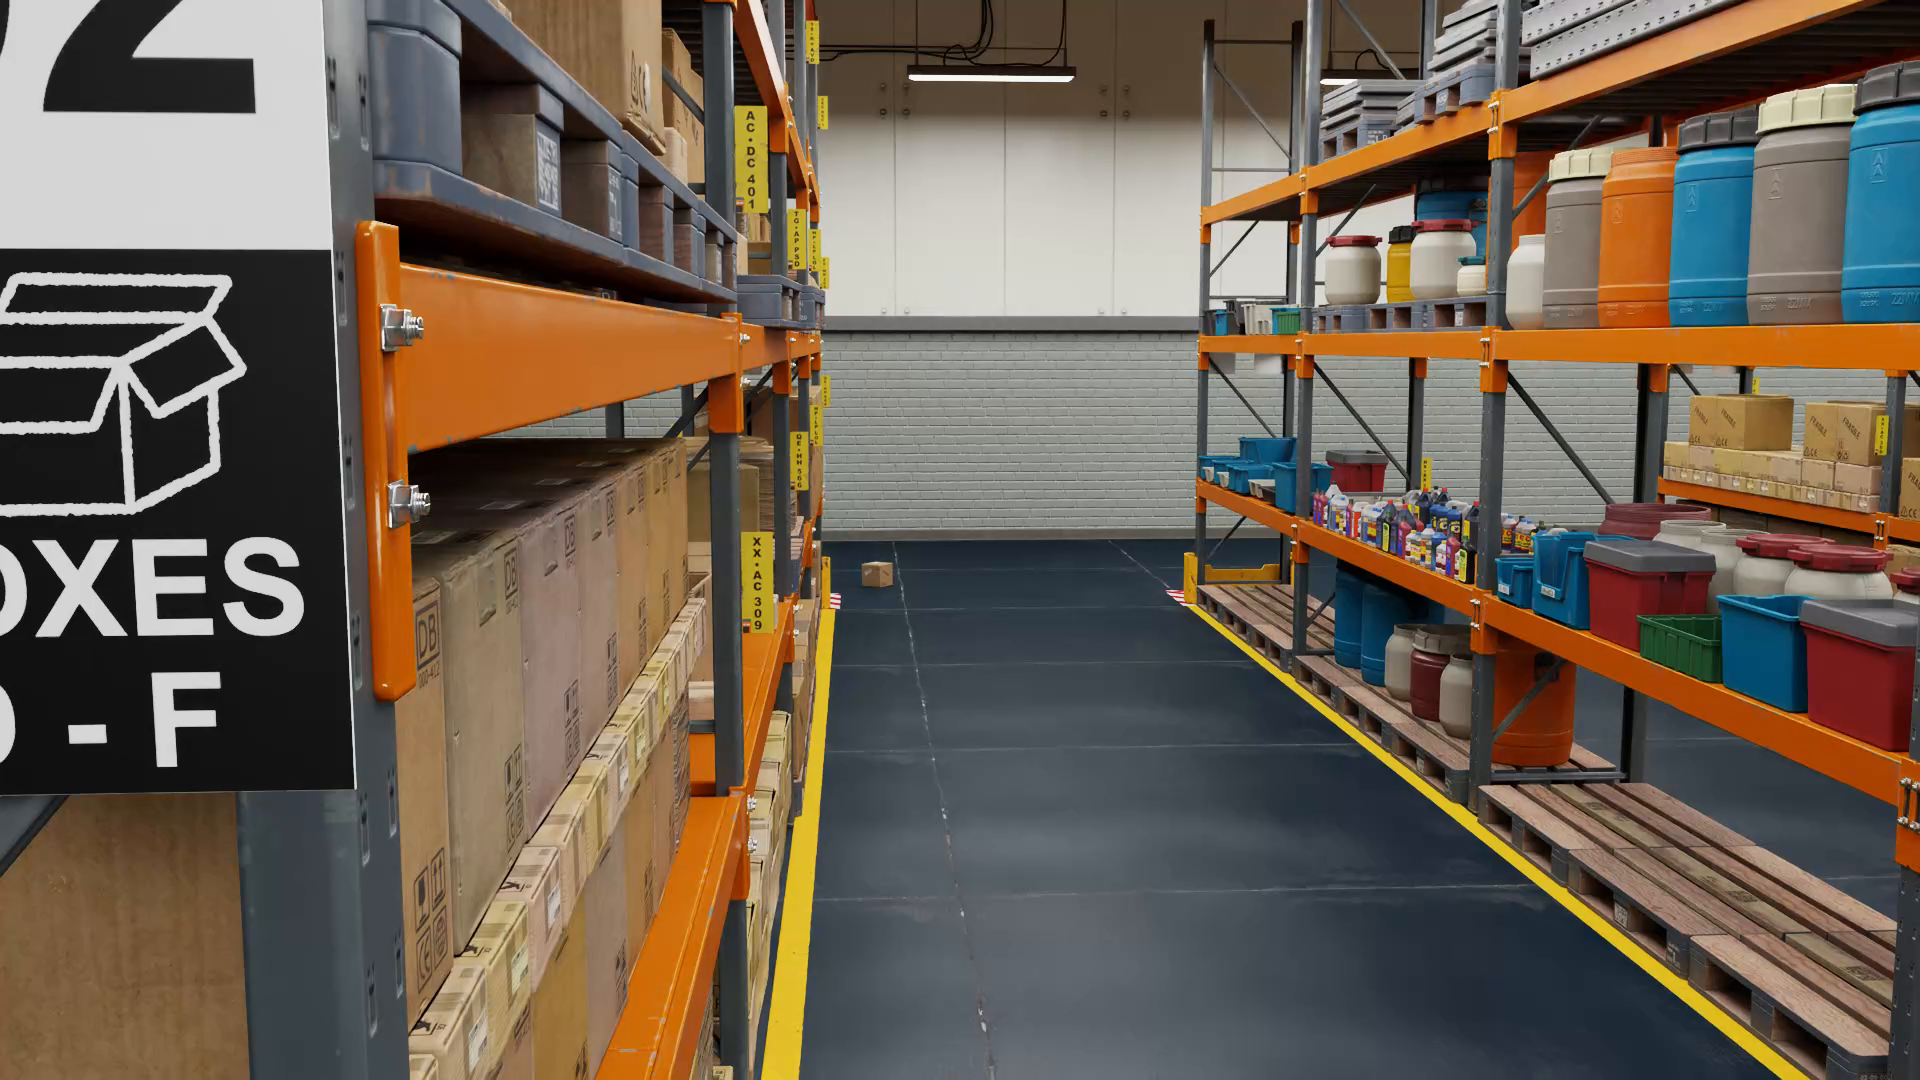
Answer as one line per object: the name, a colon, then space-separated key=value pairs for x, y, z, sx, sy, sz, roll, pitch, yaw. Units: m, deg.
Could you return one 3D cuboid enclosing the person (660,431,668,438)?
person: x=-3.168 y=-0.318 z=18.245 sx=0.764 sy=1.762 sz=0.569 roll=-2 pitch=7 yaw=-14
